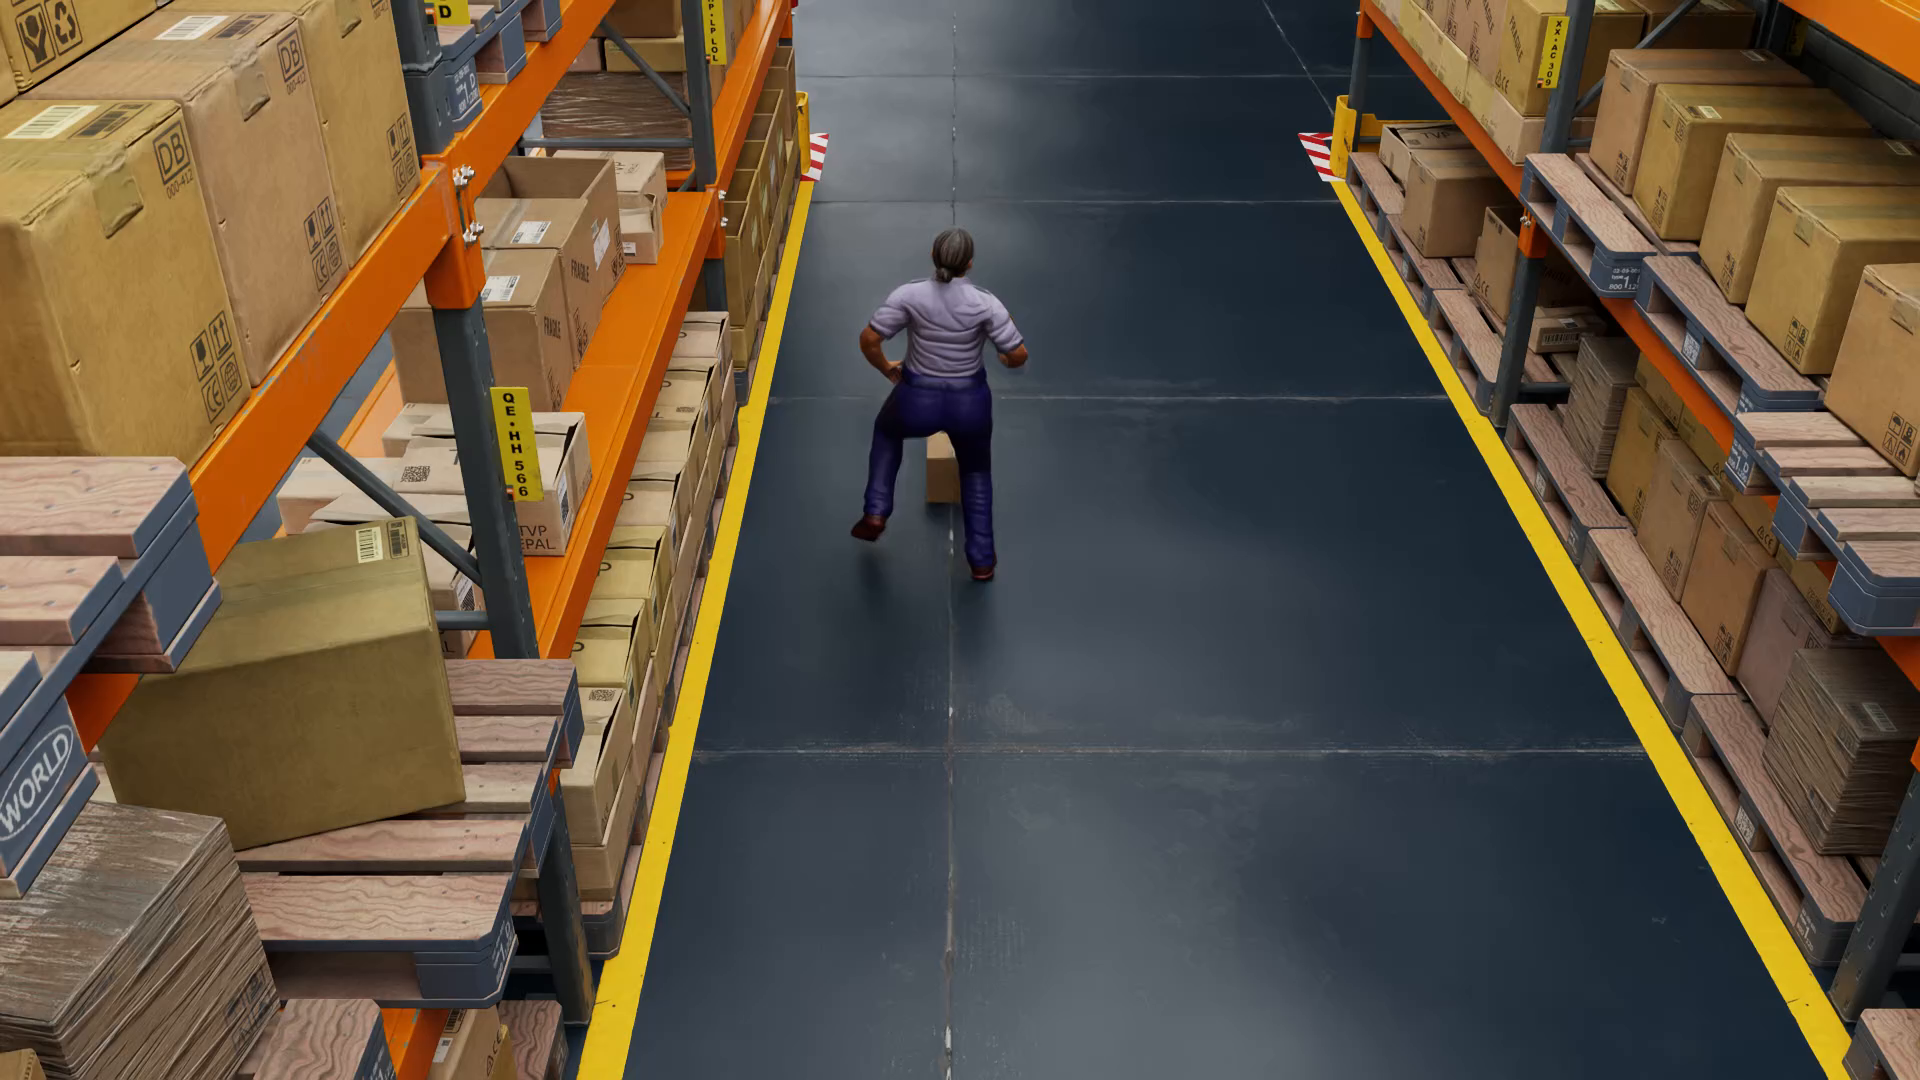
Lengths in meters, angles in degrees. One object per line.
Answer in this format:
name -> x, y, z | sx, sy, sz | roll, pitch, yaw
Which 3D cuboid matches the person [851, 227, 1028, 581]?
person -> -0.110, -0.619, 7.185 | 0.774, 1.611, 0.533 | -1, 32, -2
